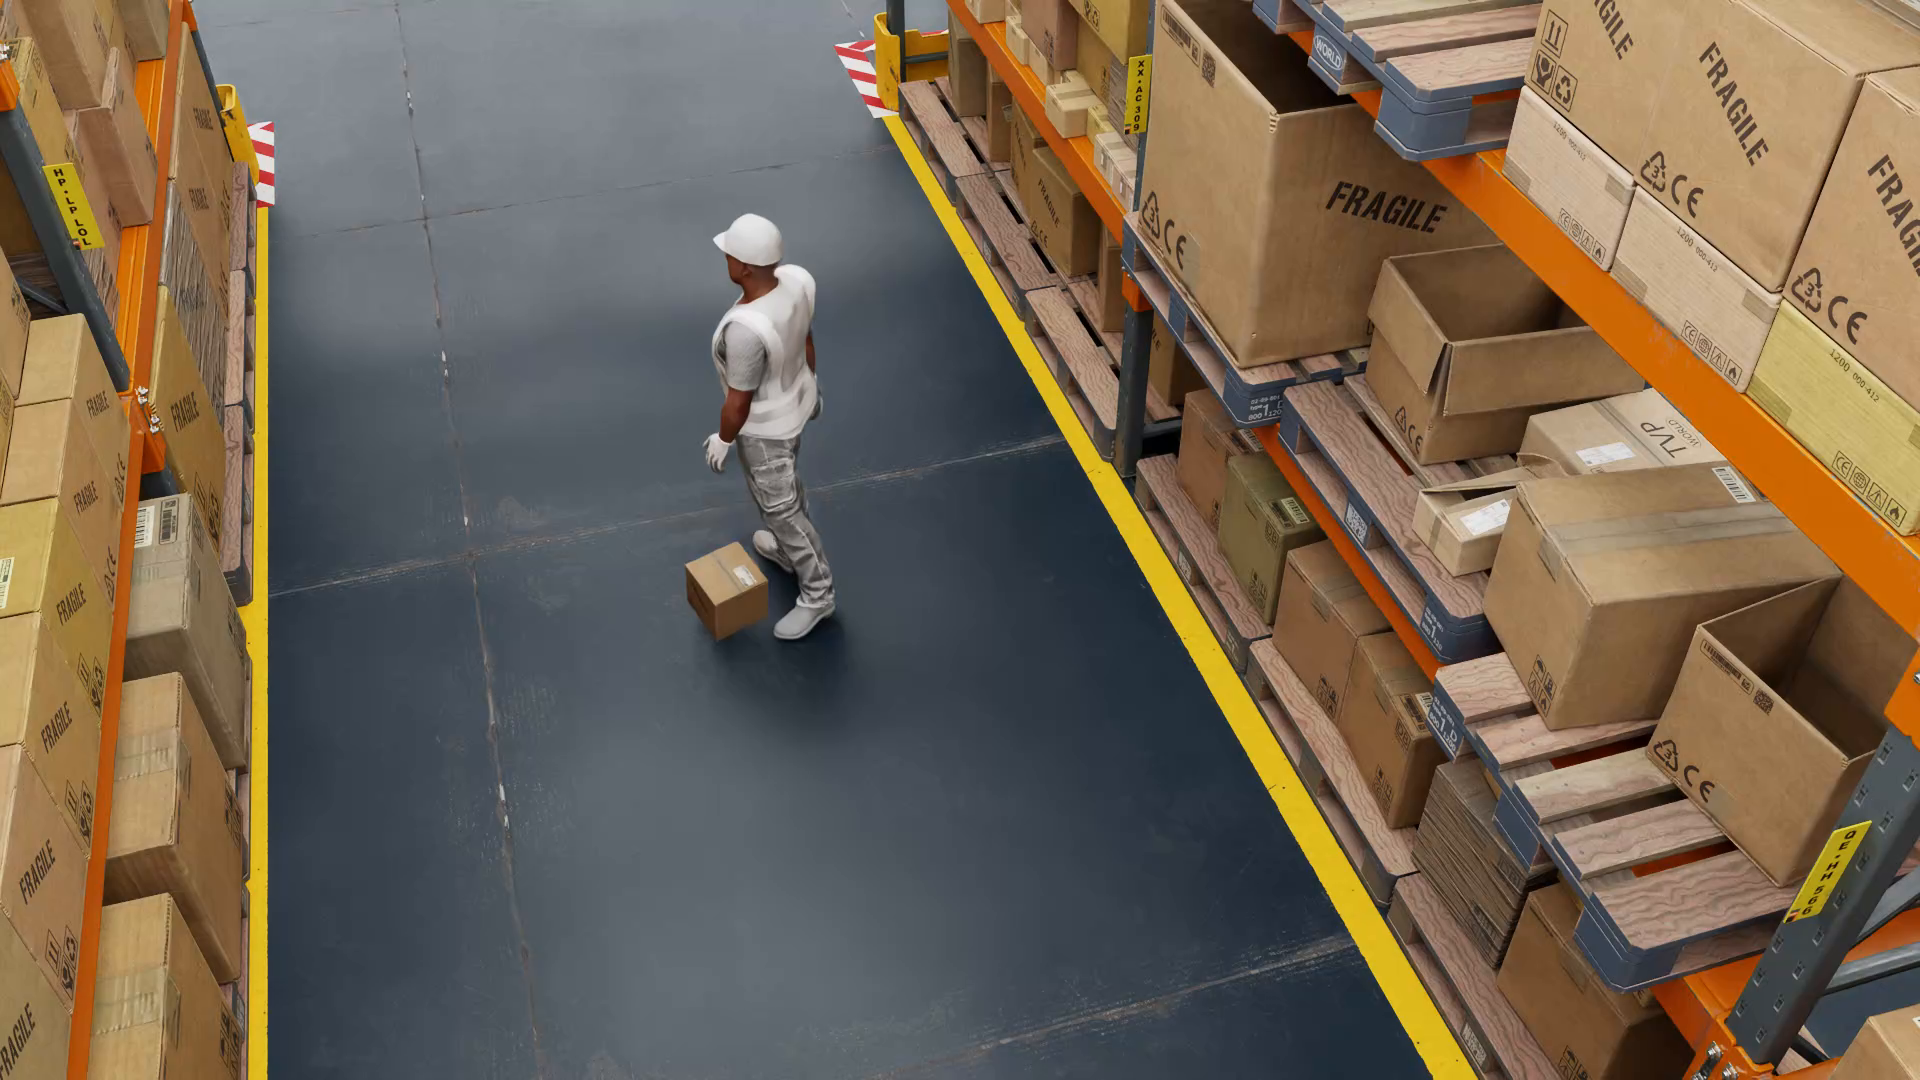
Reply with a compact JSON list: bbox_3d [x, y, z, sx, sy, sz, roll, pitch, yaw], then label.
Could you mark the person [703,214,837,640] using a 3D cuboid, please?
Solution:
[{"bbox_3d":[-0.740,-0.455,6.650,0.518,1.783,0.691,10,43,11],"label":"person"}]
